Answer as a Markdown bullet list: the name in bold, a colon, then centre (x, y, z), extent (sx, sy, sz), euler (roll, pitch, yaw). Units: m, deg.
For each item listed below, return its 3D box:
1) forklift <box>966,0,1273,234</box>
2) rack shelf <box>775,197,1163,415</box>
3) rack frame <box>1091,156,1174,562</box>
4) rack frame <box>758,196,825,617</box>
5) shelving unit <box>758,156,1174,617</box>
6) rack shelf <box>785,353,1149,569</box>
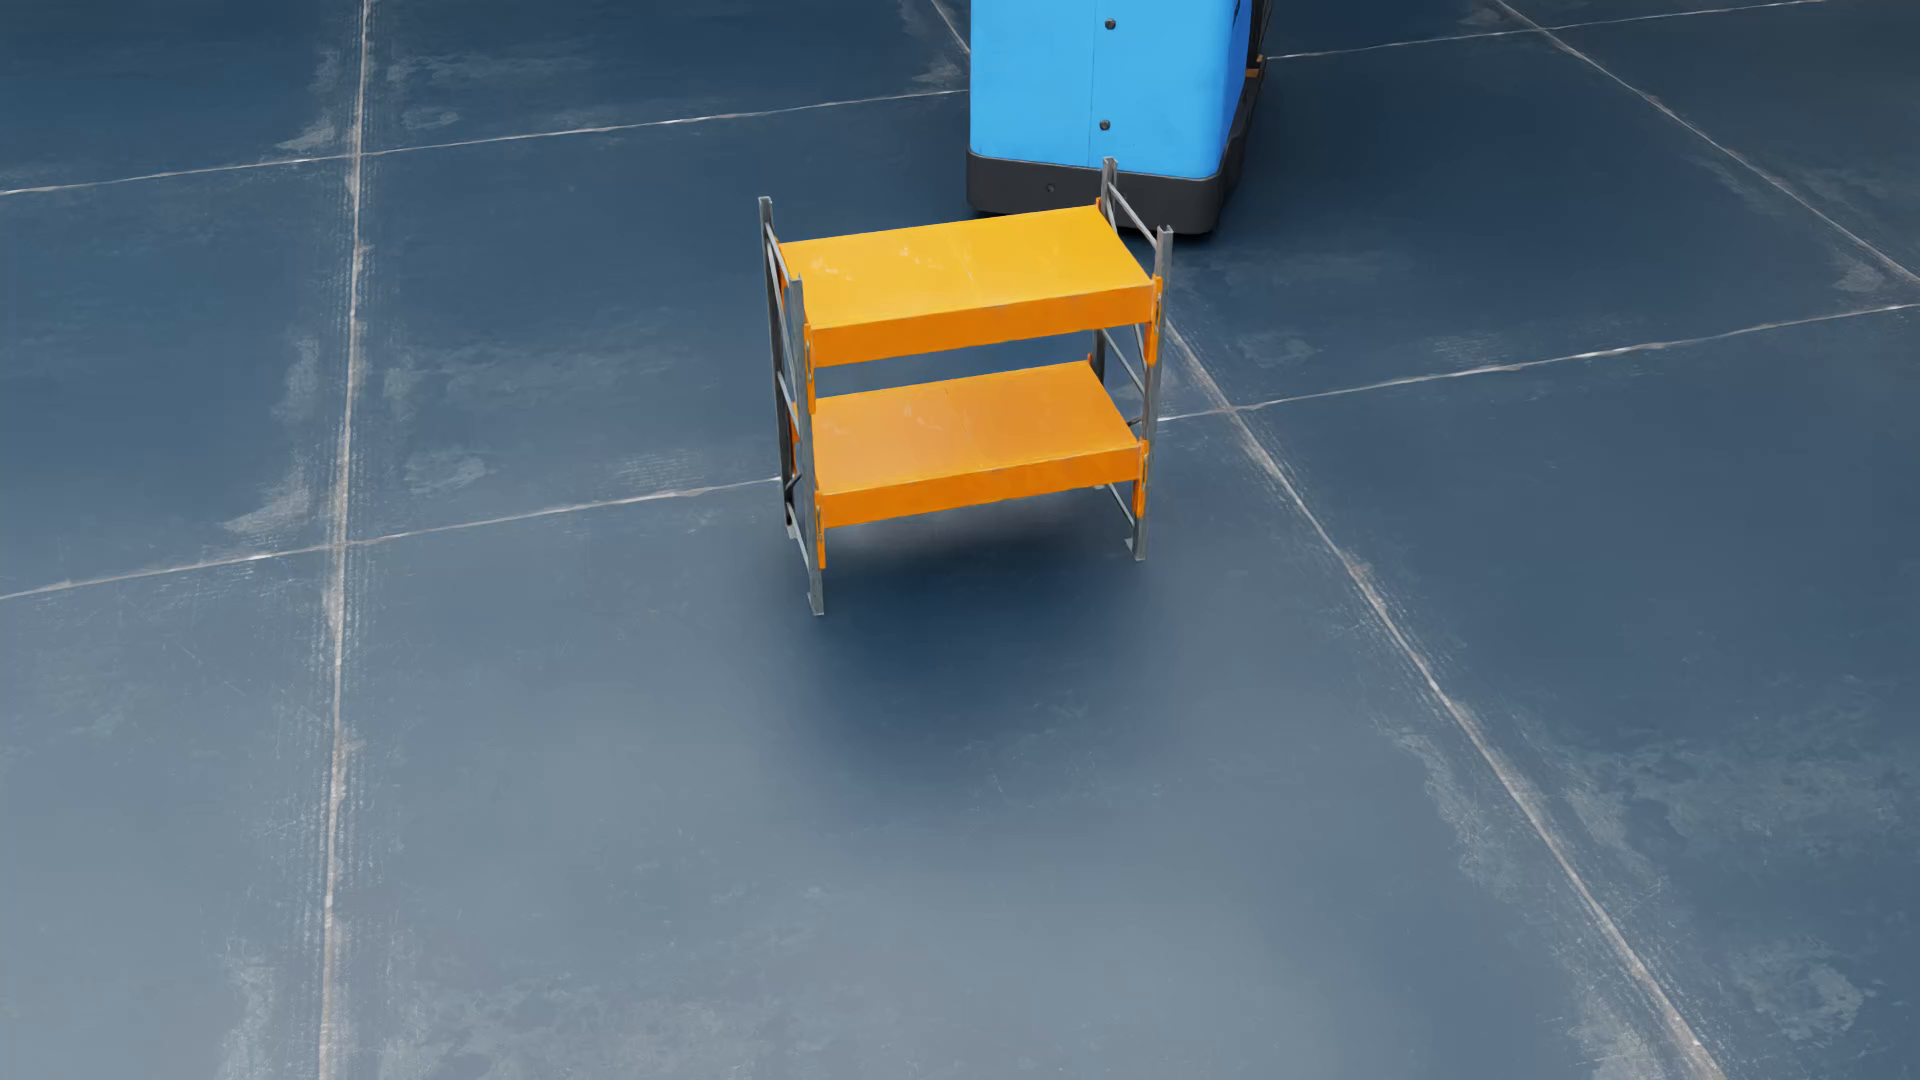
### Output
- **forklift**: centre (0.882, -3.304, 7.157), extent (1.130, 2.935, 3.031), euler (9, 38, 11)
- **rack shelf**: centre (0.007, -0.680, 4.732), extent (1.000, 0.278, 0.538), euler (-9, 38, -12)
- **rack frame**: centre (0.497, -0.528, 5.015), extent (0.032, 1.125, 0.500), euler (-9, 38, -12)
- **rack frame**: centre (-0.484, -0.367, 4.804), extent (0.032, 1.125, 0.500), euler (-9, 38, -12)
- **shelving unit**: centre (0.007, -0.448, 4.910), extent (1.048, 1.125, 0.538), euler (-9, 38, -12)
- **rack shelf**: centre (0.007, -0.254, 5.058), extent (1.000, 0.278, 0.538), euler (-9, 38, -12)
